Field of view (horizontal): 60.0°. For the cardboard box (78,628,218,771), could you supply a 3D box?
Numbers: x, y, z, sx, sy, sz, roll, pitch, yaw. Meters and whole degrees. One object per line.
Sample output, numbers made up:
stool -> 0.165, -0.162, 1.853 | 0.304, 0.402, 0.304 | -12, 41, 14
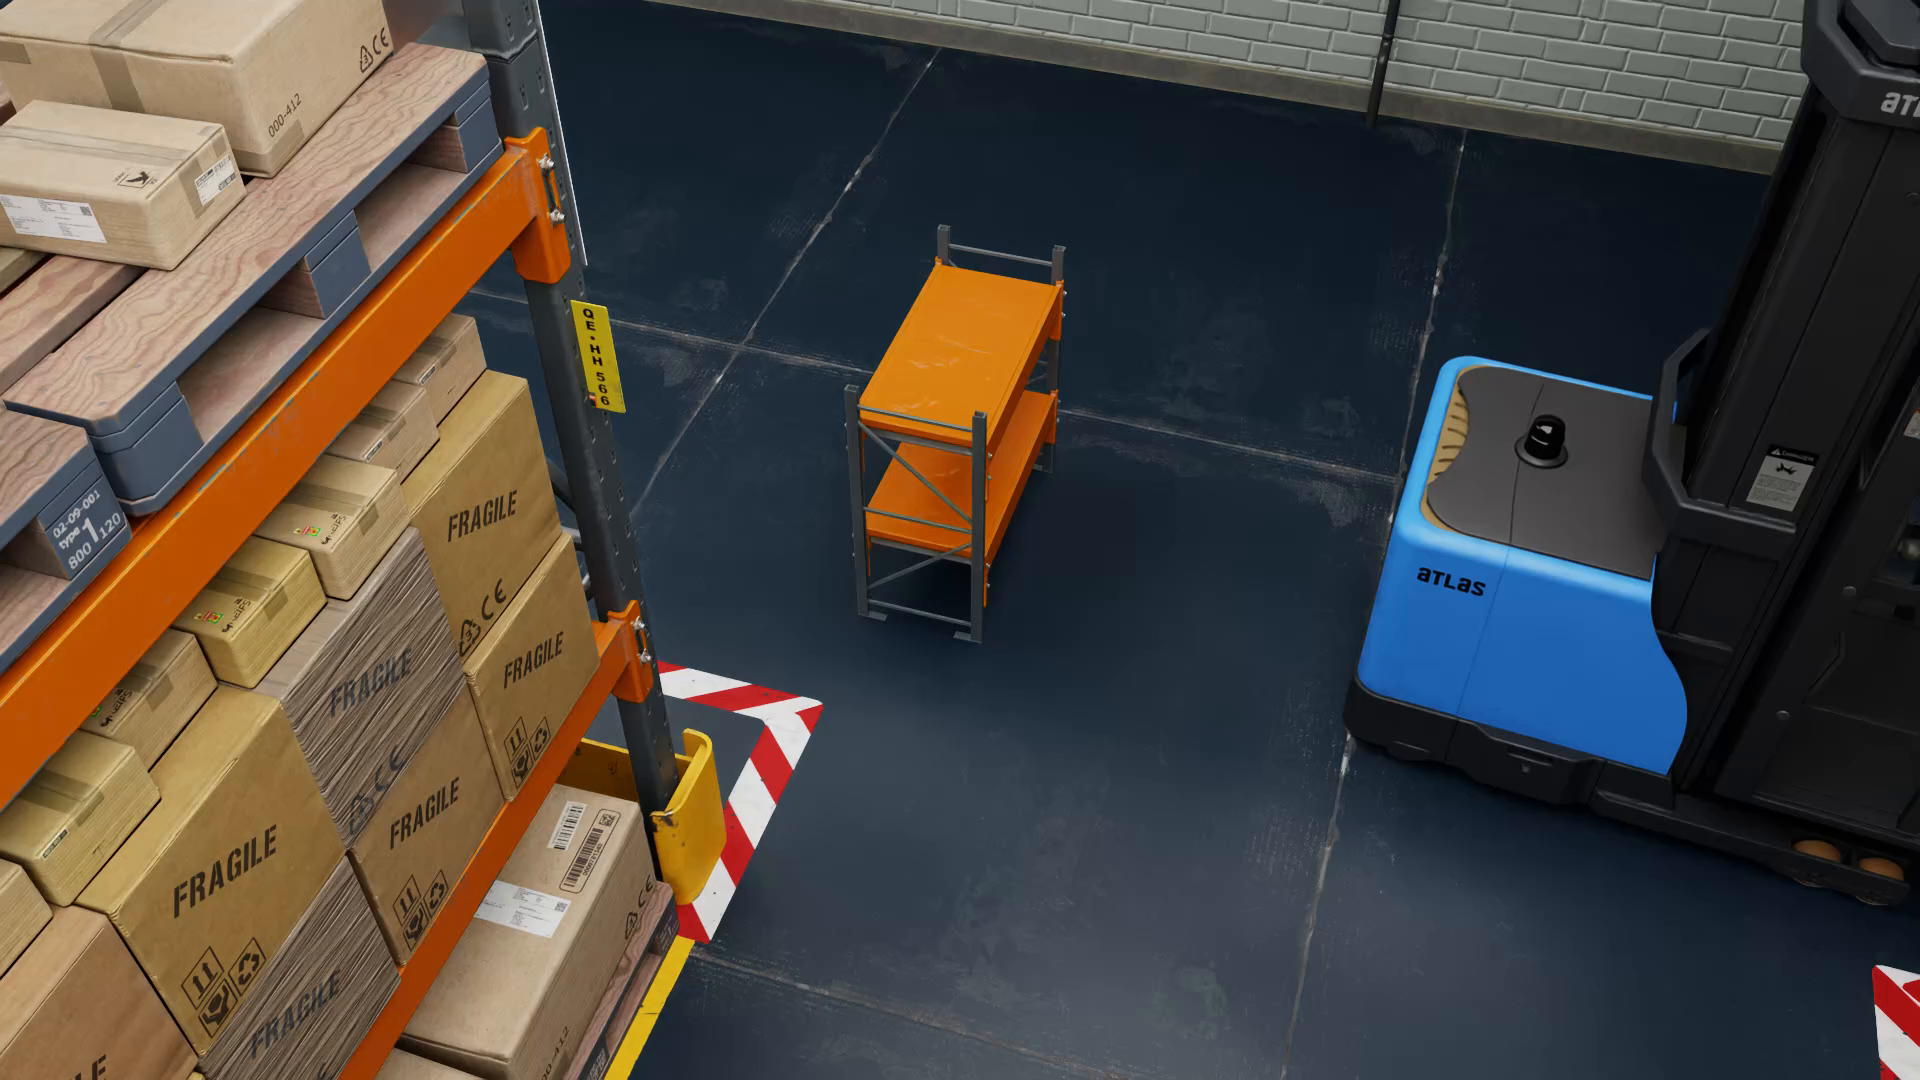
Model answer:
cardboard box -> -1.630, 0.269, 3.080 | 0.380, 0.149, 0.250 | 12, 46, 12

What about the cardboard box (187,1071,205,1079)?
cardboard box -> -1.749, 1.295, 3.211 | 0.500, 0.500, 0.500 | 14, 46, 14

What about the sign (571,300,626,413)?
sign -> -0.885, -0.445, 4.063 | 0.100, 0.325, 0.005 | 13, 46, 13

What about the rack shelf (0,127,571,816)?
rack shelf -> -2.004, 0.448, 2.517 | 1.077, 0.370, 4.000 | 13, 46, 13

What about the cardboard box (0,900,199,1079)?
cardboard box -> -1.755, 0.927, 2.872 | 0.500, 0.500, 0.500 | 12, 46, 12

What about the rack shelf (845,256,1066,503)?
rack shelf -> 0.002, -0.616, 6.156 | 0.538, 0.278, 1.000 | 13, 46, 13

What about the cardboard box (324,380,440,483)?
cardboard box -> -1.370, -0.239, 3.600 | 0.380, 0.149, 0.250 | 13, 46, 13

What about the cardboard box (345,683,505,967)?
cardboard box -> -1.459, 0.603, 3.918 | 0.500, 0.500, 0.500 | 12, 46, 12

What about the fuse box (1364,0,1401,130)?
fuse box -> 2.245, -2.831, 8.420 | 0.539, 1.711, 0.414 | 13, 46, 13

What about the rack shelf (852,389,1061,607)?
rack shelf -> 0.002, -0.232, 6.532 | 0.538, 0.278, 1.000 | 13, 46, 13

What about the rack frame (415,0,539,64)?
rack frame -> -1.398, -2.215, 2.579 | 1.000, 3.000, 0.127 | 13, 46, 13

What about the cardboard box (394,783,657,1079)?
cardboard box -> -1.503, 1.156, 4.955 | 0.875, 0.438, 0.875 | 11, 45, 11

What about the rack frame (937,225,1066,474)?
rack frame -> 0.156, -0.745, 6.707 | 0.500, 1.125, 0.032 | 13, 46, 13

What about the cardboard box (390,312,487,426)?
cardboard box -> -1.316, -0.414, 3.778 | 0.380, 0.149, 0.250 | 13, 46, 13

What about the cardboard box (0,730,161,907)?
cardboard box -> -1.650, 0.448, 2.897 | 0.380, 0.149, 0.250 | 14, 46, 13

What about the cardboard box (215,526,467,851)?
cardboard box -> -1.448, 0.263, 3.550 | 0.500, 0.500, 0.500 | 13, 46, 13

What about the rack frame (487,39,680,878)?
rack frame -> -1.398, -0.070, 4.677 | 1.000, 3.000, 0.127 | 13, 46, 13

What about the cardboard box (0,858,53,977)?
cardboard box -> -1.748, 0.619, 2.722 | 0.380, 0.149, 0.250 | 14, 46, 14

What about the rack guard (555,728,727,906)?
rack guard -> -1.391, 0.807, 5.568 | 1.175, 0.500, 0.348 | 13, 46, 13

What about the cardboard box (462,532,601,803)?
cardboard box -> -1.292, 0.271, 4.256 | 0.500, 0.500, 0.500 | 13, 46, 13

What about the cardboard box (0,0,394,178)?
cardboard box -> -1.449, -0.956, 3.173 | 0.500, 0.250, 0.500 | 9, 45, 9

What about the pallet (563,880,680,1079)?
pallet -> -1.566, 1.476, 5.091 | 1.003, 0.211, 1.213 | 13, 46, 13

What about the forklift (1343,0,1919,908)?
forklift -> 2.949, -0.262, 4.922 | 3.031, 2.935, 1.130 | 15, 46, 15

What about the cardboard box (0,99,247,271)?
cardboard box -> -1.500, -0.623, 2.905 | 0.380, 0.149, 0.250 | 9, 45, 9

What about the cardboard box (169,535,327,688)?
cardboard box -> -1.484, 0.110, 3.243 | 0.380, 0.149, 0.250 | 14, 46, 13

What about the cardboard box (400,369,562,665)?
cardboard box -> -1.318, -0.092, 3.913 | 0.500, 0.500, 0.500 | 14, 46, 14

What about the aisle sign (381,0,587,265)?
aisle sign -> -1.081, -0.982, 3.750 | 0.394, 0.787, 0.004 | 13, 46, 13

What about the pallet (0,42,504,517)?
pallet -> -1.613, -0.614, 3.152 | 1.003, 0.211, 1.213 | 13, 46, 13

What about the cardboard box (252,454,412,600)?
cardboard box -> -1.368, -0.050, 3.406 | 0.380, 0.149, 0.250 | 12, 46, 12

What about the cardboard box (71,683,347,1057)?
cardboard box -> -1.601, 0.592, 3.214 | 0.500, 0.500, 0.500 | 12, 46, 12

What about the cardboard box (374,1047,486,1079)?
cardboard box -> -1.772, 1.768, 4.330 | 0.875, 0.438, 0.875 | 14, 46, 14

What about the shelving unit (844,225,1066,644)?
shelving unit -> 0.002, -0.407, 6.361 | 0.538, 1.125, 1.048 | 13, 46, 13

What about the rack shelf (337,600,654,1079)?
rack shelf -> -2.004, 1.520, 3.567 | 1.077, 0.370, 4.000 | 13, 46, 13

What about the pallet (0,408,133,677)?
pallet -> -1.981, 0.202, 2.318 | 1.003, 0.211, 1.213 | 13, 46, 13

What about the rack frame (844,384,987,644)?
rack frame -> -0.152, -0.068, 6.015 | 0.500, 1.125, 0.032 | 13, 46, 13

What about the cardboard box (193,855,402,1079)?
cardboard box -> -1.605, 0.948, 3.565 | 0.500, 0.500, 0.500 | 14, 46, 14
